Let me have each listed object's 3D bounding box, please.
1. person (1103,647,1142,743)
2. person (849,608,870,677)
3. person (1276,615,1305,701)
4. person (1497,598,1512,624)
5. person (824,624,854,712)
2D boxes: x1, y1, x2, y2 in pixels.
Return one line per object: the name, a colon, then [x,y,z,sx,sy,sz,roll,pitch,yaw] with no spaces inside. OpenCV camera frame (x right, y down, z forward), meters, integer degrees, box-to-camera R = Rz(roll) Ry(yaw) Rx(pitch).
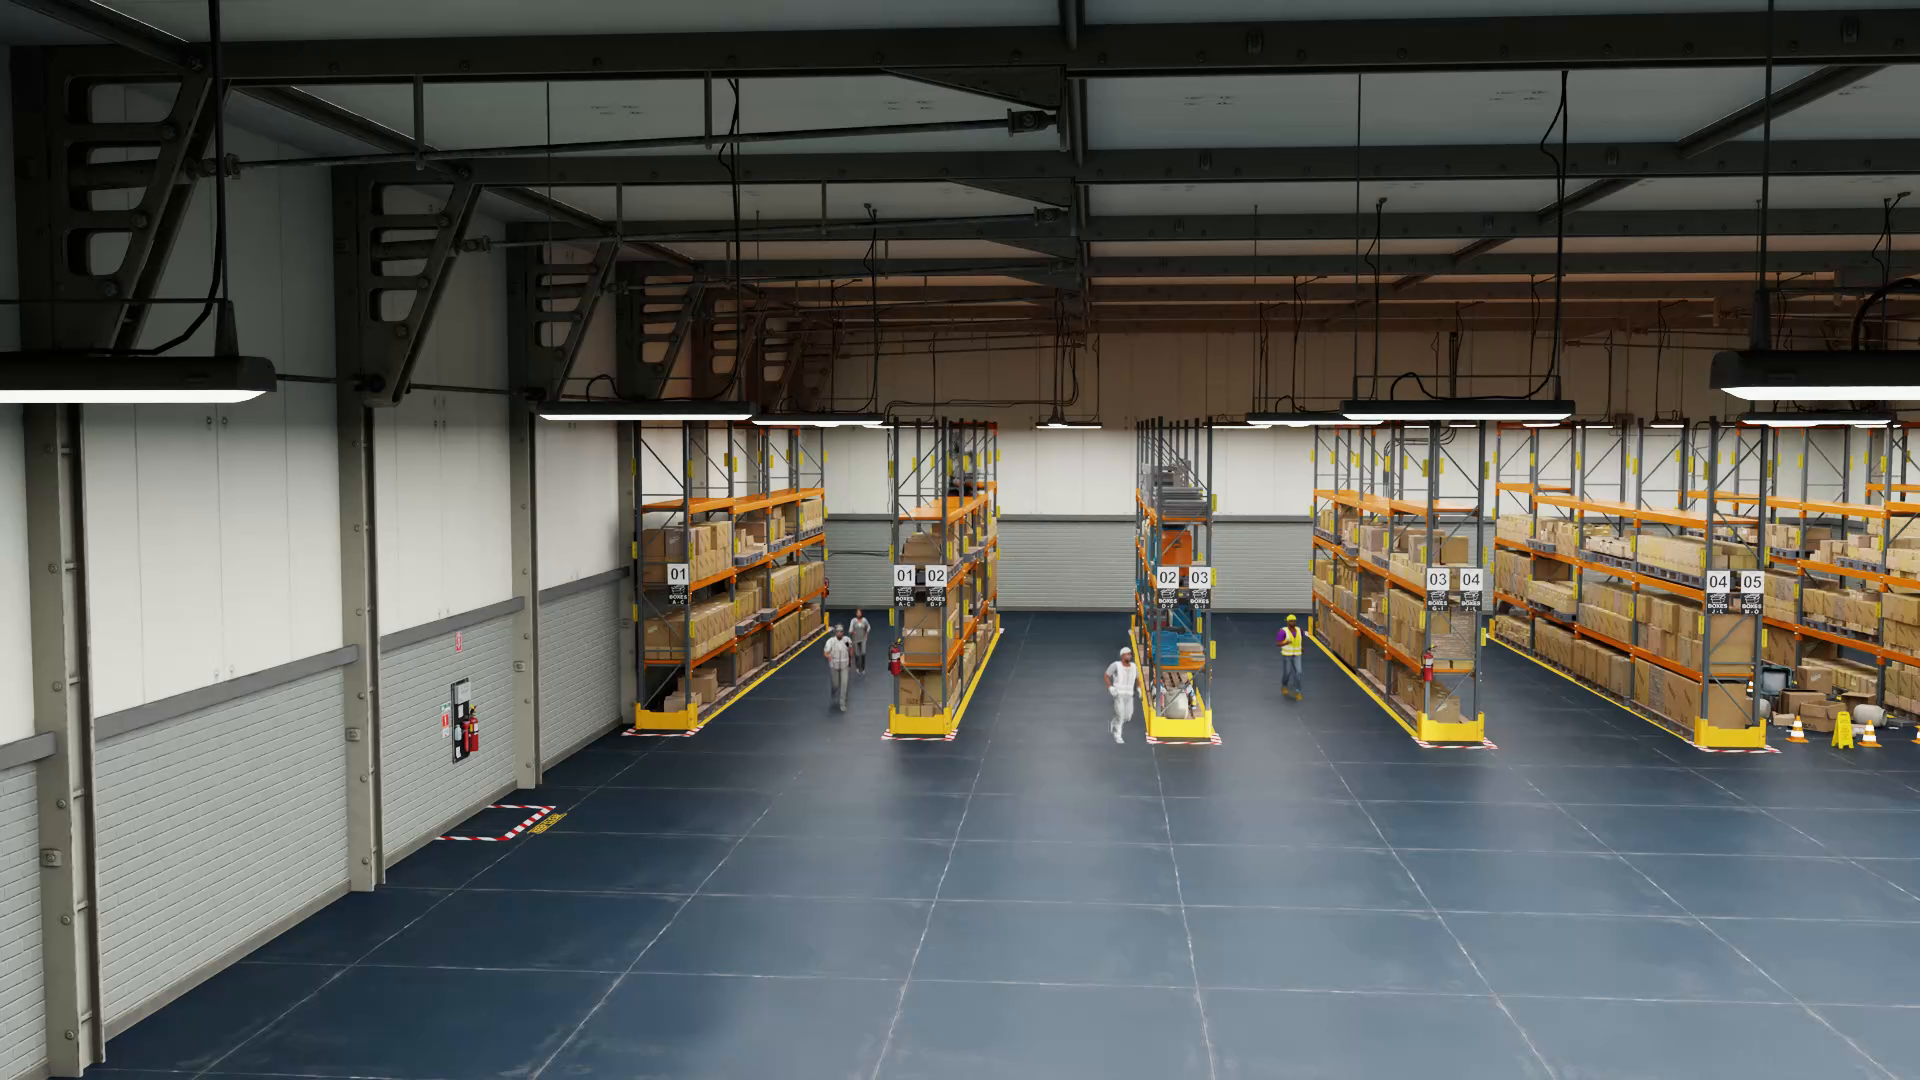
person: [3.005,2.852,30.801,0.744,1.735,0.574,-2,4,-24]
person: [-2.349,2.403,38.845,0.490,1.617,0.711,0,4,-3]
person: [7.090,2.498,35.613,0.683,1.807,0.845,0,4,-7]
person: [15.584,1.811,47.328,0.802,1.712,0.698,0,4,1]
person: [-2.492,2.602,34.332,0.647,1.764,0.943,-1,4,-10]
